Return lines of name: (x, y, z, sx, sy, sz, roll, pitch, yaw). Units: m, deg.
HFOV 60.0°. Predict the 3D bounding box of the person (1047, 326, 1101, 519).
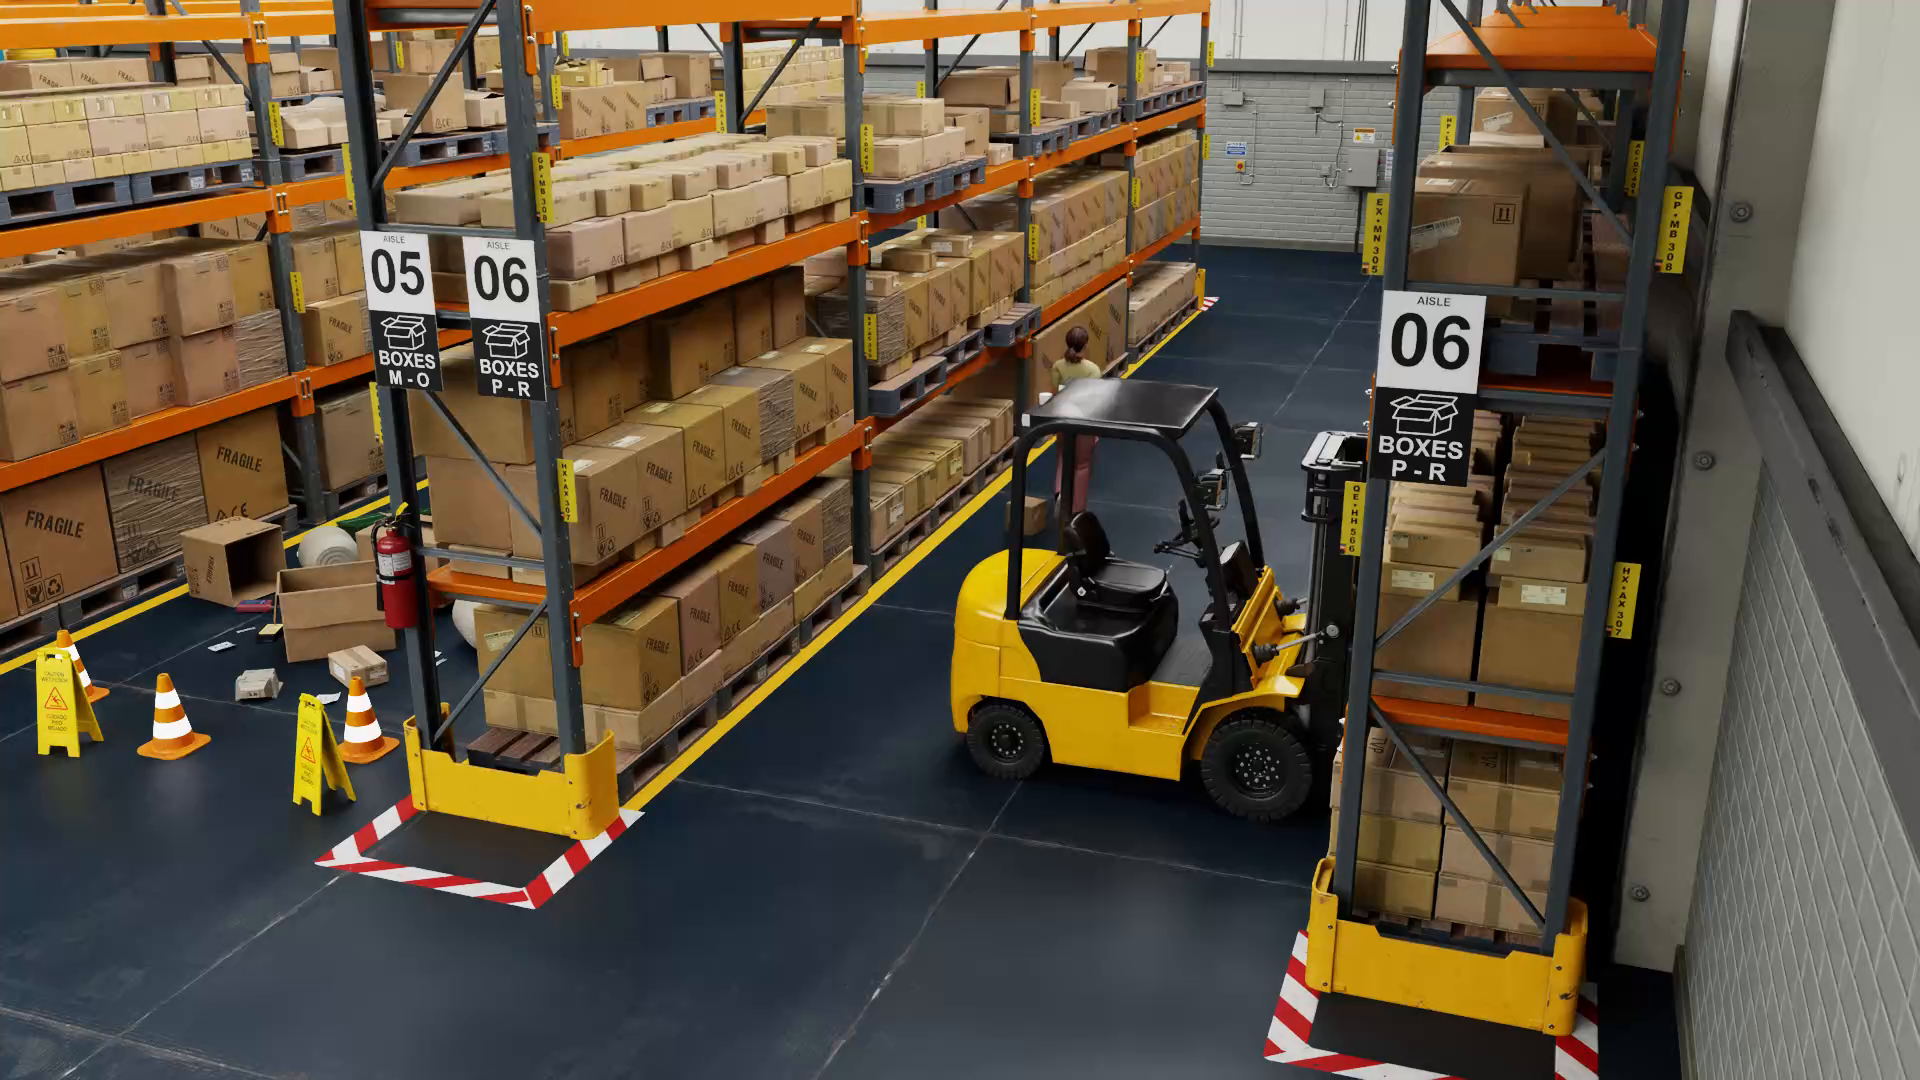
person: (0.968, -0.959, 13.806, 0.473, 1.664, 0.468, 7, 20, 20)
